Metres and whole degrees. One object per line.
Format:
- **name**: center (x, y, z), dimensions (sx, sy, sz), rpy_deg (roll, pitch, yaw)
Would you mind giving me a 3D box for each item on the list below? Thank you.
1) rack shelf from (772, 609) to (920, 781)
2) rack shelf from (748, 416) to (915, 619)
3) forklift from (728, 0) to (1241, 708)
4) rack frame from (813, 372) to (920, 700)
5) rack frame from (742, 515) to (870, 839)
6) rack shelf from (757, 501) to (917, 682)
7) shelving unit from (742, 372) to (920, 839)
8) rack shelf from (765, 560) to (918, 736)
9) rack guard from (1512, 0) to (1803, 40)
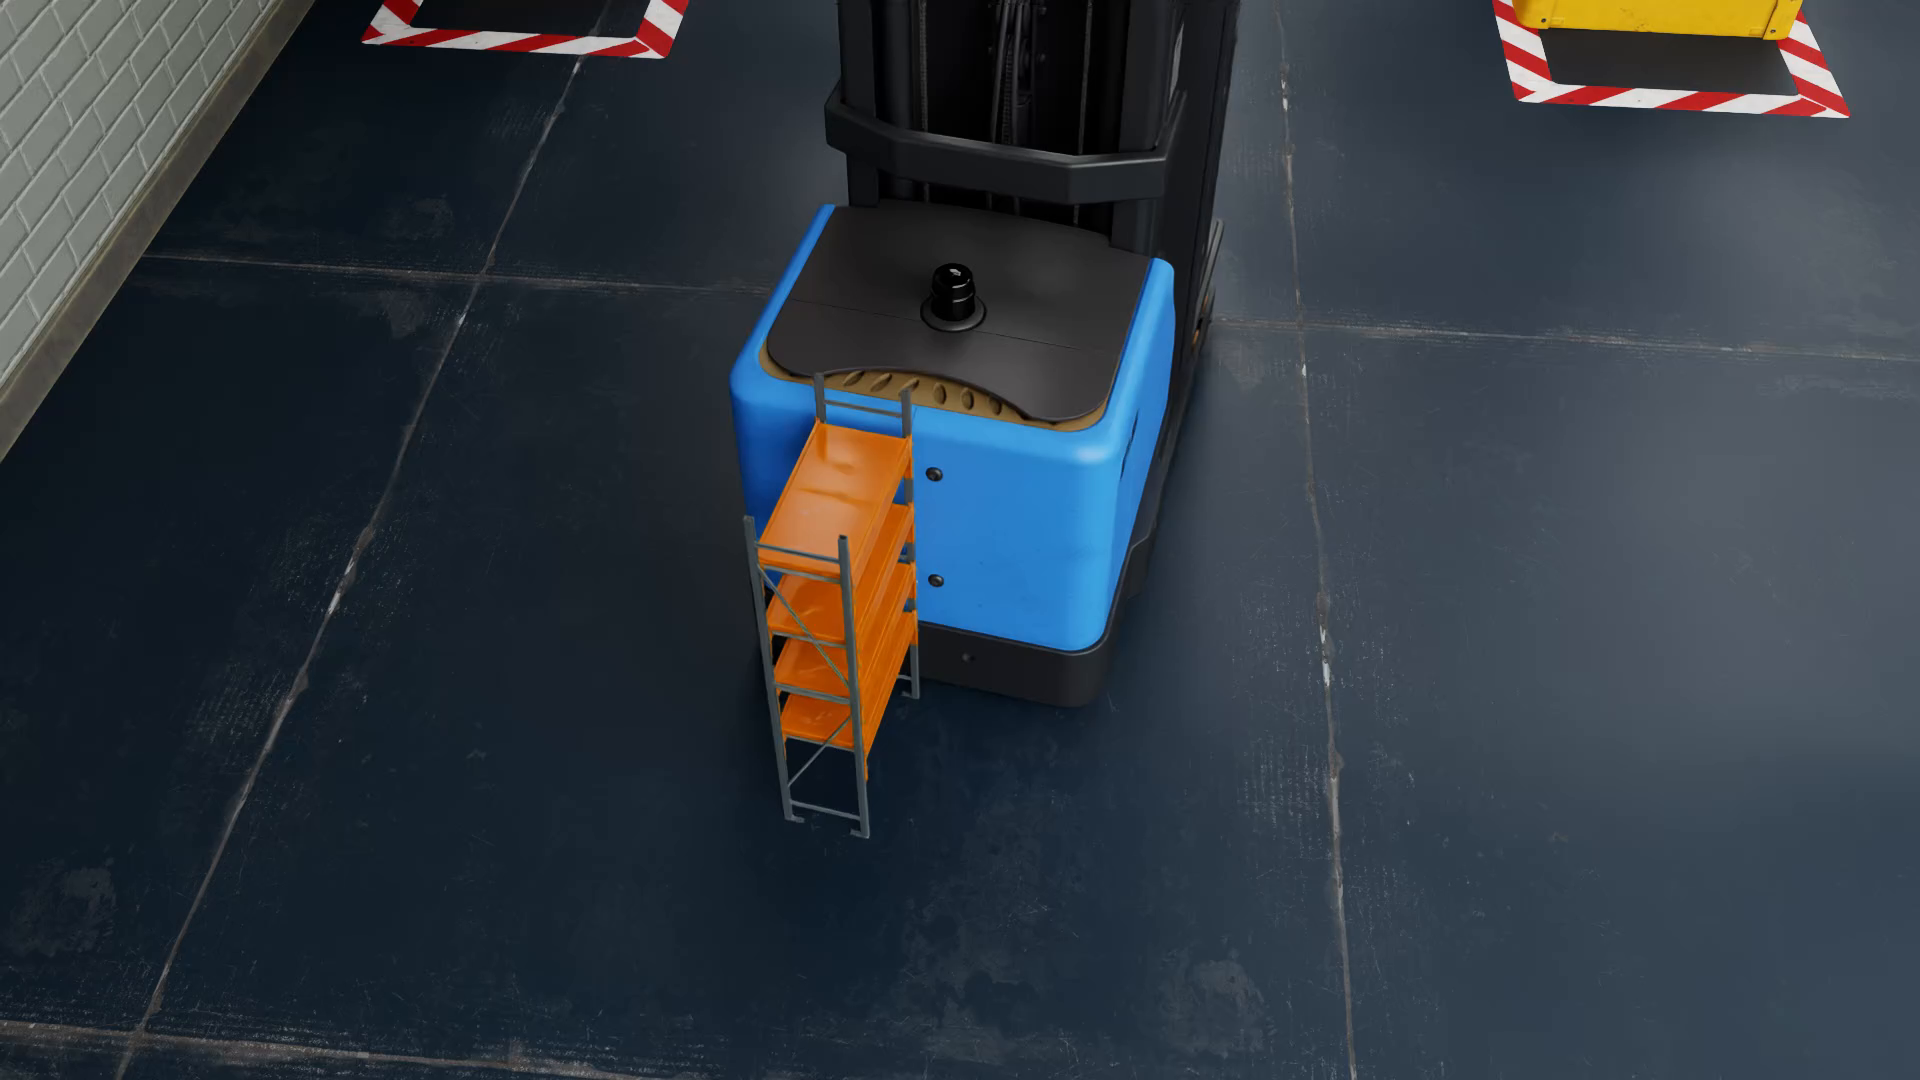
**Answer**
- **rack shelf**: center (-0.298, 0.384, 4.446), dimensions (0.258, 0.148, 0.480), rpy_deg (11, 49, 10)
- **rack shelf**: center (-0.298, -0.061, 3.960), dimensions (0.258, 0.148, 0.480), rpy_deg (11, 49, 10)
- **forklift**: center (0.274, -1.627, 4.751), dimensions (1.130, 2.935, 3.031), rpy_deg (11, 49, 10)
- **rack frame**: center (-0.234, 0.030, 4.409), dimensions (0.240, 1.200, 0.015), rpy_deg (11, 49, 10)
- **rack frame**: center (-0.362, 0.378, 4.091), dimensions (0.240, 1.200, 0.015), rpy_deg (11, 49, 10)
- **rack shelf**: center (-0.298, 0.099, 4.135), dimensions (0.258, 0.148, 0.480), rpy_deg (11, 49, 10)
- **shelving unit**: center (-0.298, 0.204, 4.250), dimensions (0.258, 1.200, 0.503), rpy_deg (11, 49, 10)
- **rack shelf**: center (-0.298, 0.250, 4.300), dimensions (0.258, 0.148, 0.480), rpy_deg (11, 49, 10)
- **rack guard**: center (3.056, -2.508, 7.205), dimensions (1.175, 0.500, 0.348), rpy_deg (4, 48, 4)
